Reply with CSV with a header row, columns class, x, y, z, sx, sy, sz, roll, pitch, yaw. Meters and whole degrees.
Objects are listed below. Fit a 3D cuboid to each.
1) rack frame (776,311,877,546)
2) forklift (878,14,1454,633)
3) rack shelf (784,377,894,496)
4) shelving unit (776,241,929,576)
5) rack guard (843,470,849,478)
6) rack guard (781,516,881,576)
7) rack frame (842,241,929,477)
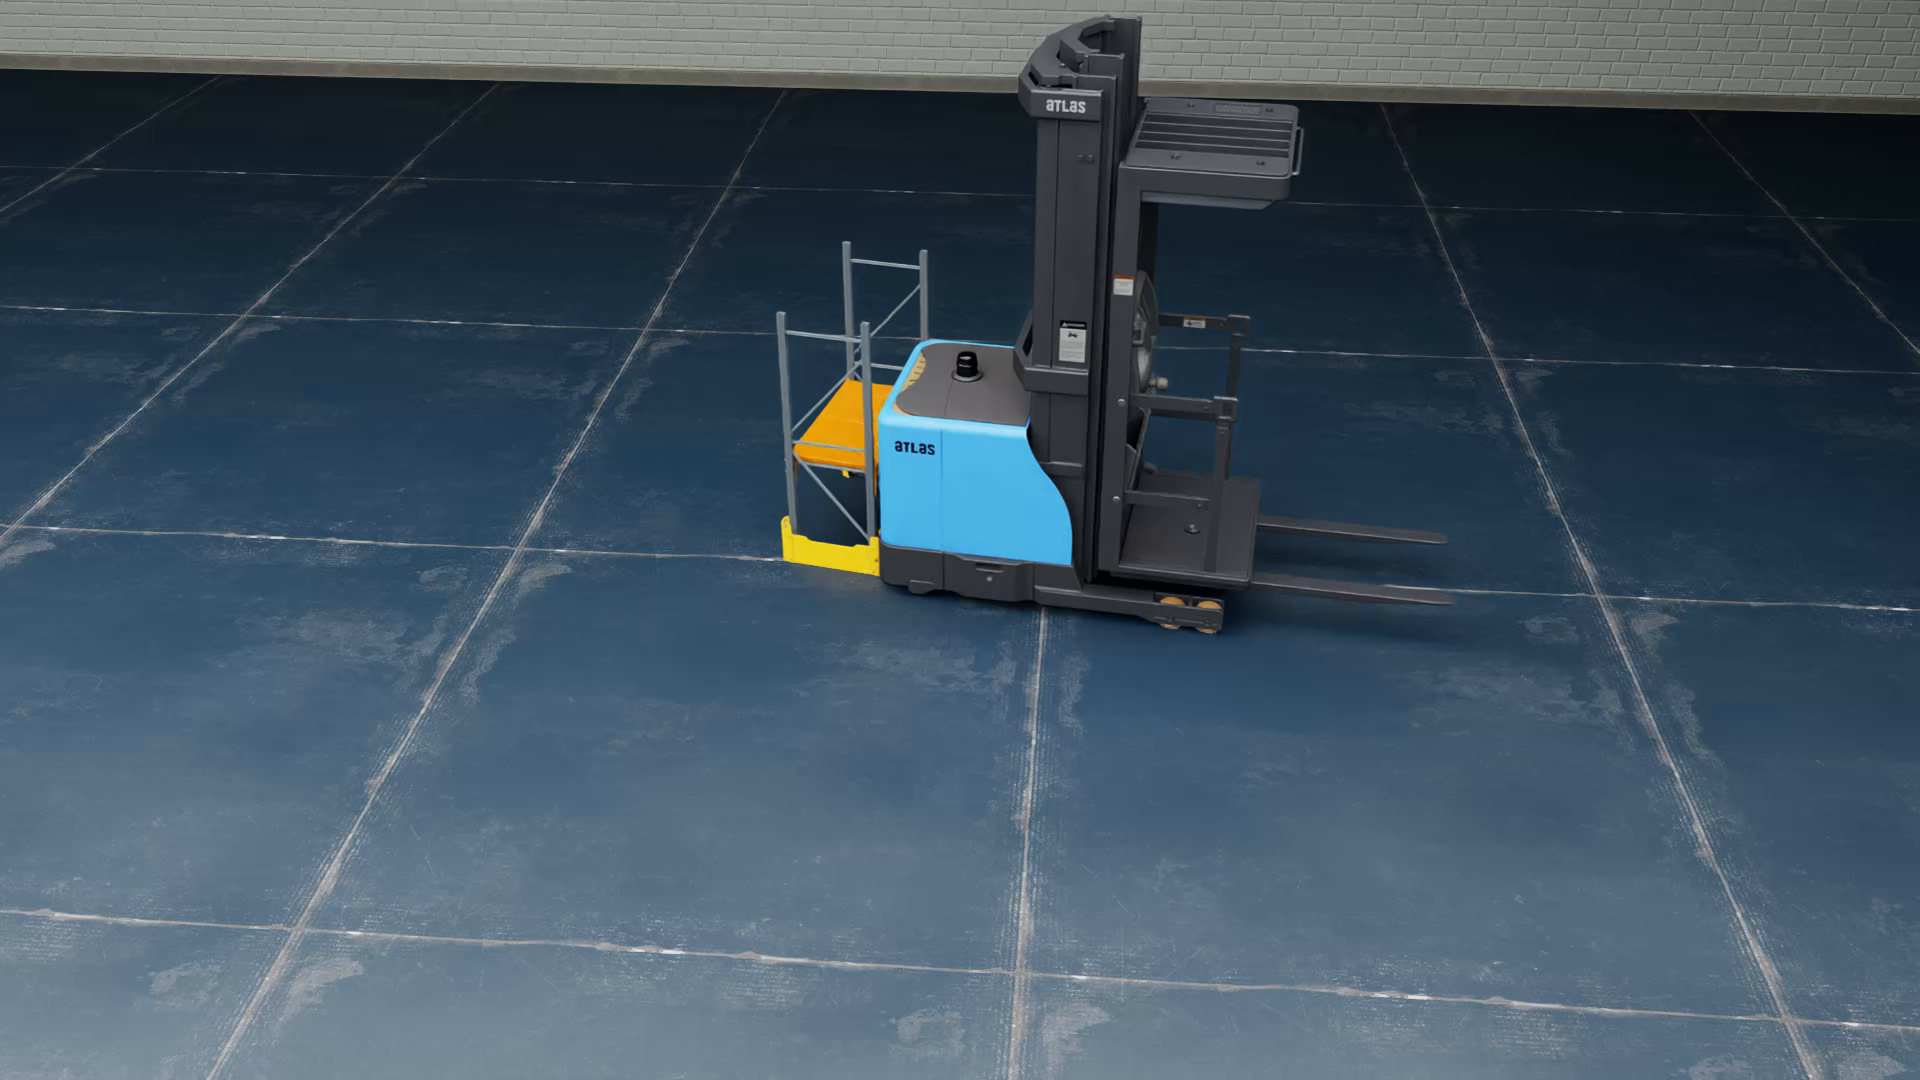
class,x,y,z,sx,sy,sz,roll,pitch,yaw
rack frame,-0.702,-0.499,8.910,0.500,1.500,0.032,9,33,14
forklift,1.131,-1.064,8.463,3.031,2.935,1.130,6,32,10
rack shelf,-0.562,-0.602,9.420,0.538,0.185,1.000,9,33,14
shelving unit,-0.564,-0.750,9.318,0.587,1.500,1.083,9,33,14
rack guard,-0.427,-0.469,10.054,0.587,0.250,0.087,9,33,14
rack guard,-0.702,0.033,9.239,0.587,0.250,0.087,9,33,14
rack frame,-0.422,-1.011,9.742,0.500,1.500,0.032,9,33,14
